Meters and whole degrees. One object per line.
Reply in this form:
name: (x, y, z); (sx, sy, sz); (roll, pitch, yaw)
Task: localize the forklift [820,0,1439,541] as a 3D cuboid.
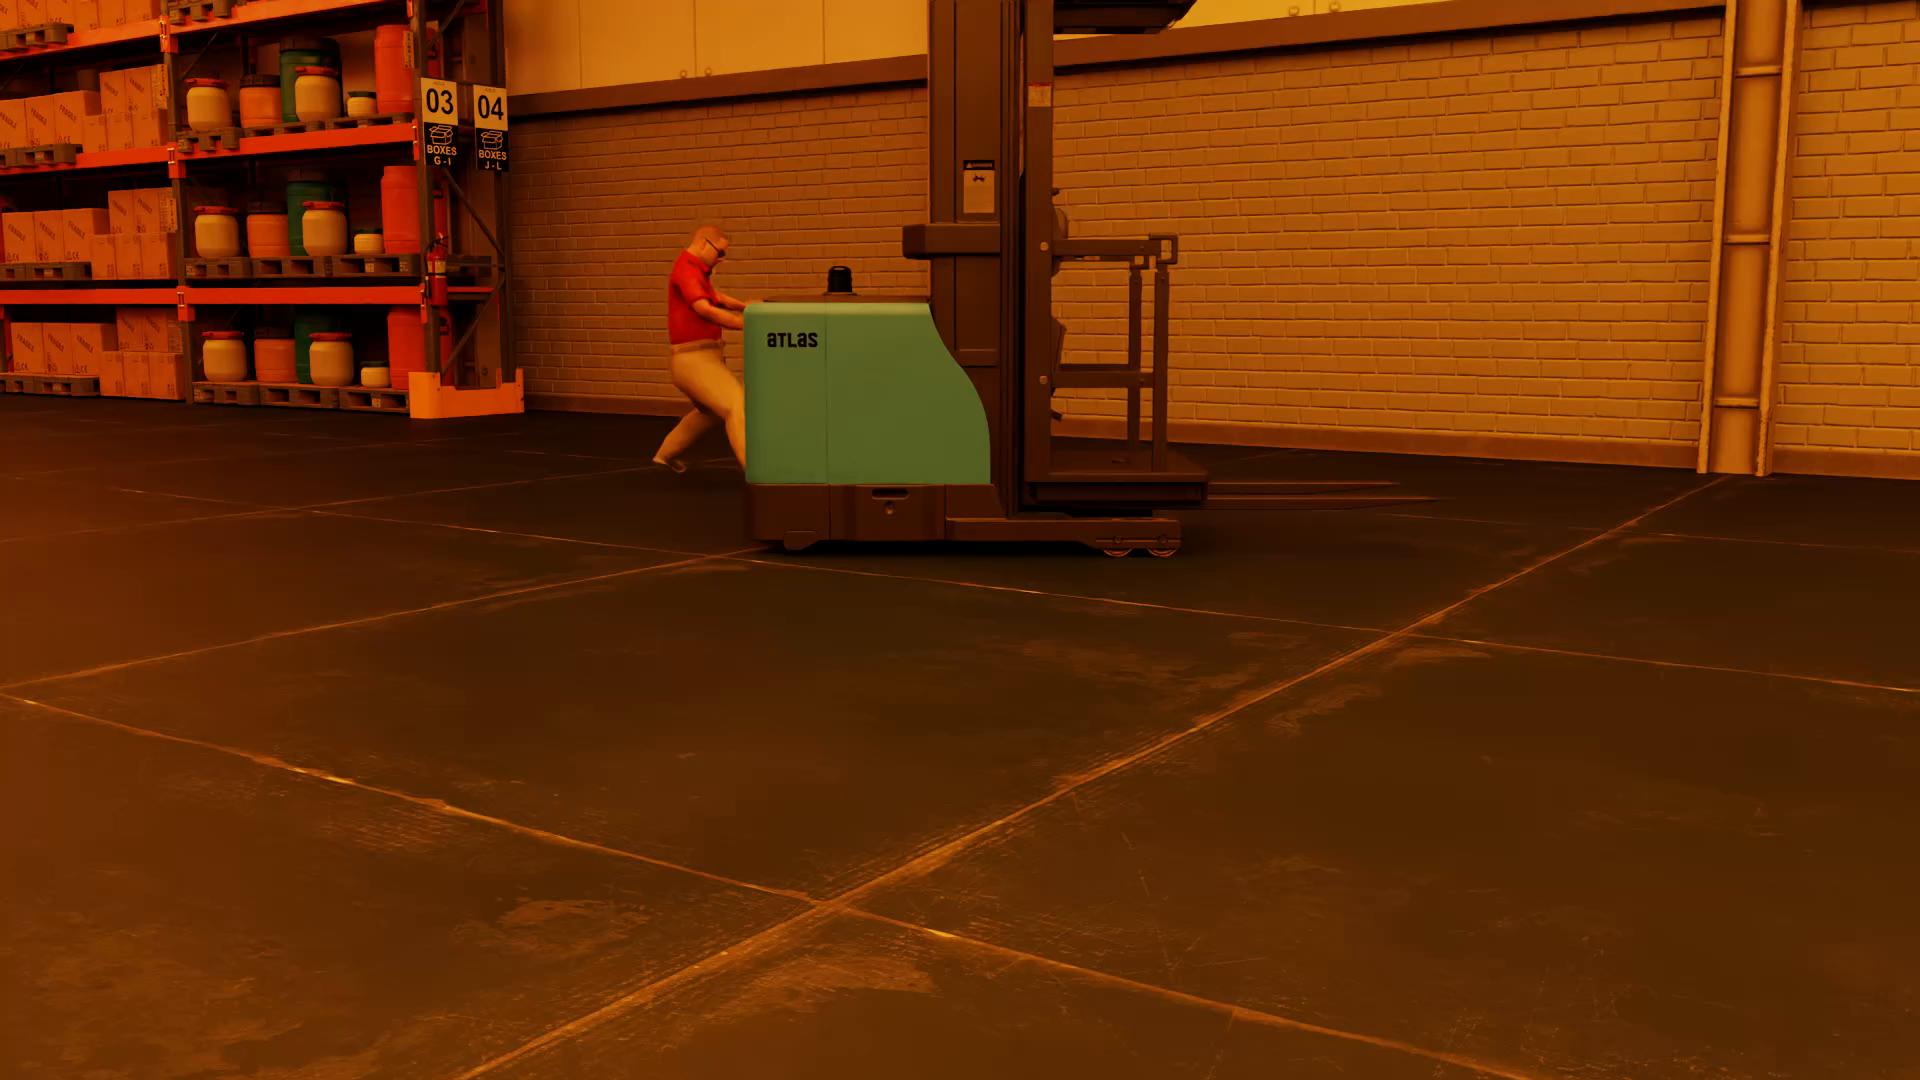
forklift: (0.652, -1.423, 7.423); (2.884, 2.867, 1.101); (0, 8, 0)
